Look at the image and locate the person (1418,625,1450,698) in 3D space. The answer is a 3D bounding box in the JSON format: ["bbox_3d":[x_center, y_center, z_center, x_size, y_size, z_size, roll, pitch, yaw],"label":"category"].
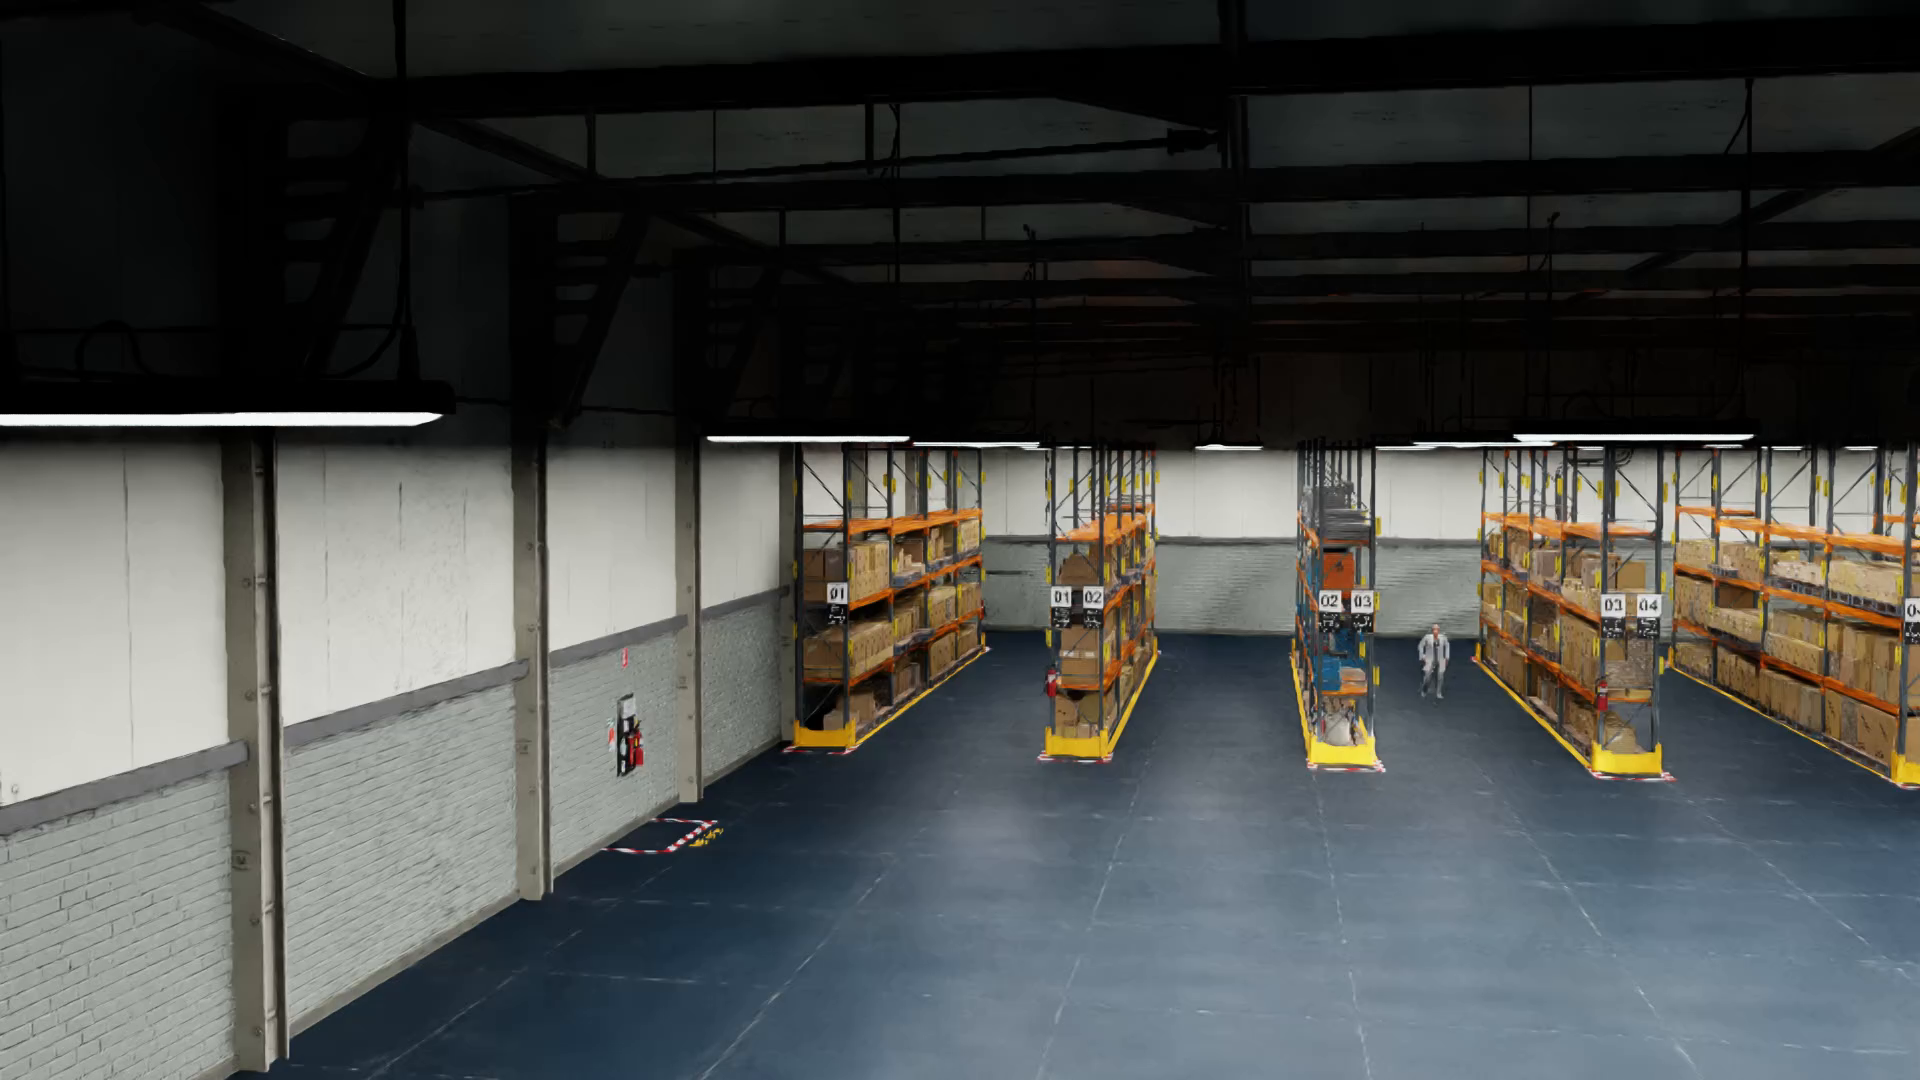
[{"bbox_3d":[11.022,2.815,38.678,0.729,1.733,0.546,0,3,8],"label":"person"}]

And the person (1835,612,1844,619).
[{"bbox_3d":[22.872,2.629,43.322,0.580,1.617,0.503,0,3,9],"label":"person"}]
